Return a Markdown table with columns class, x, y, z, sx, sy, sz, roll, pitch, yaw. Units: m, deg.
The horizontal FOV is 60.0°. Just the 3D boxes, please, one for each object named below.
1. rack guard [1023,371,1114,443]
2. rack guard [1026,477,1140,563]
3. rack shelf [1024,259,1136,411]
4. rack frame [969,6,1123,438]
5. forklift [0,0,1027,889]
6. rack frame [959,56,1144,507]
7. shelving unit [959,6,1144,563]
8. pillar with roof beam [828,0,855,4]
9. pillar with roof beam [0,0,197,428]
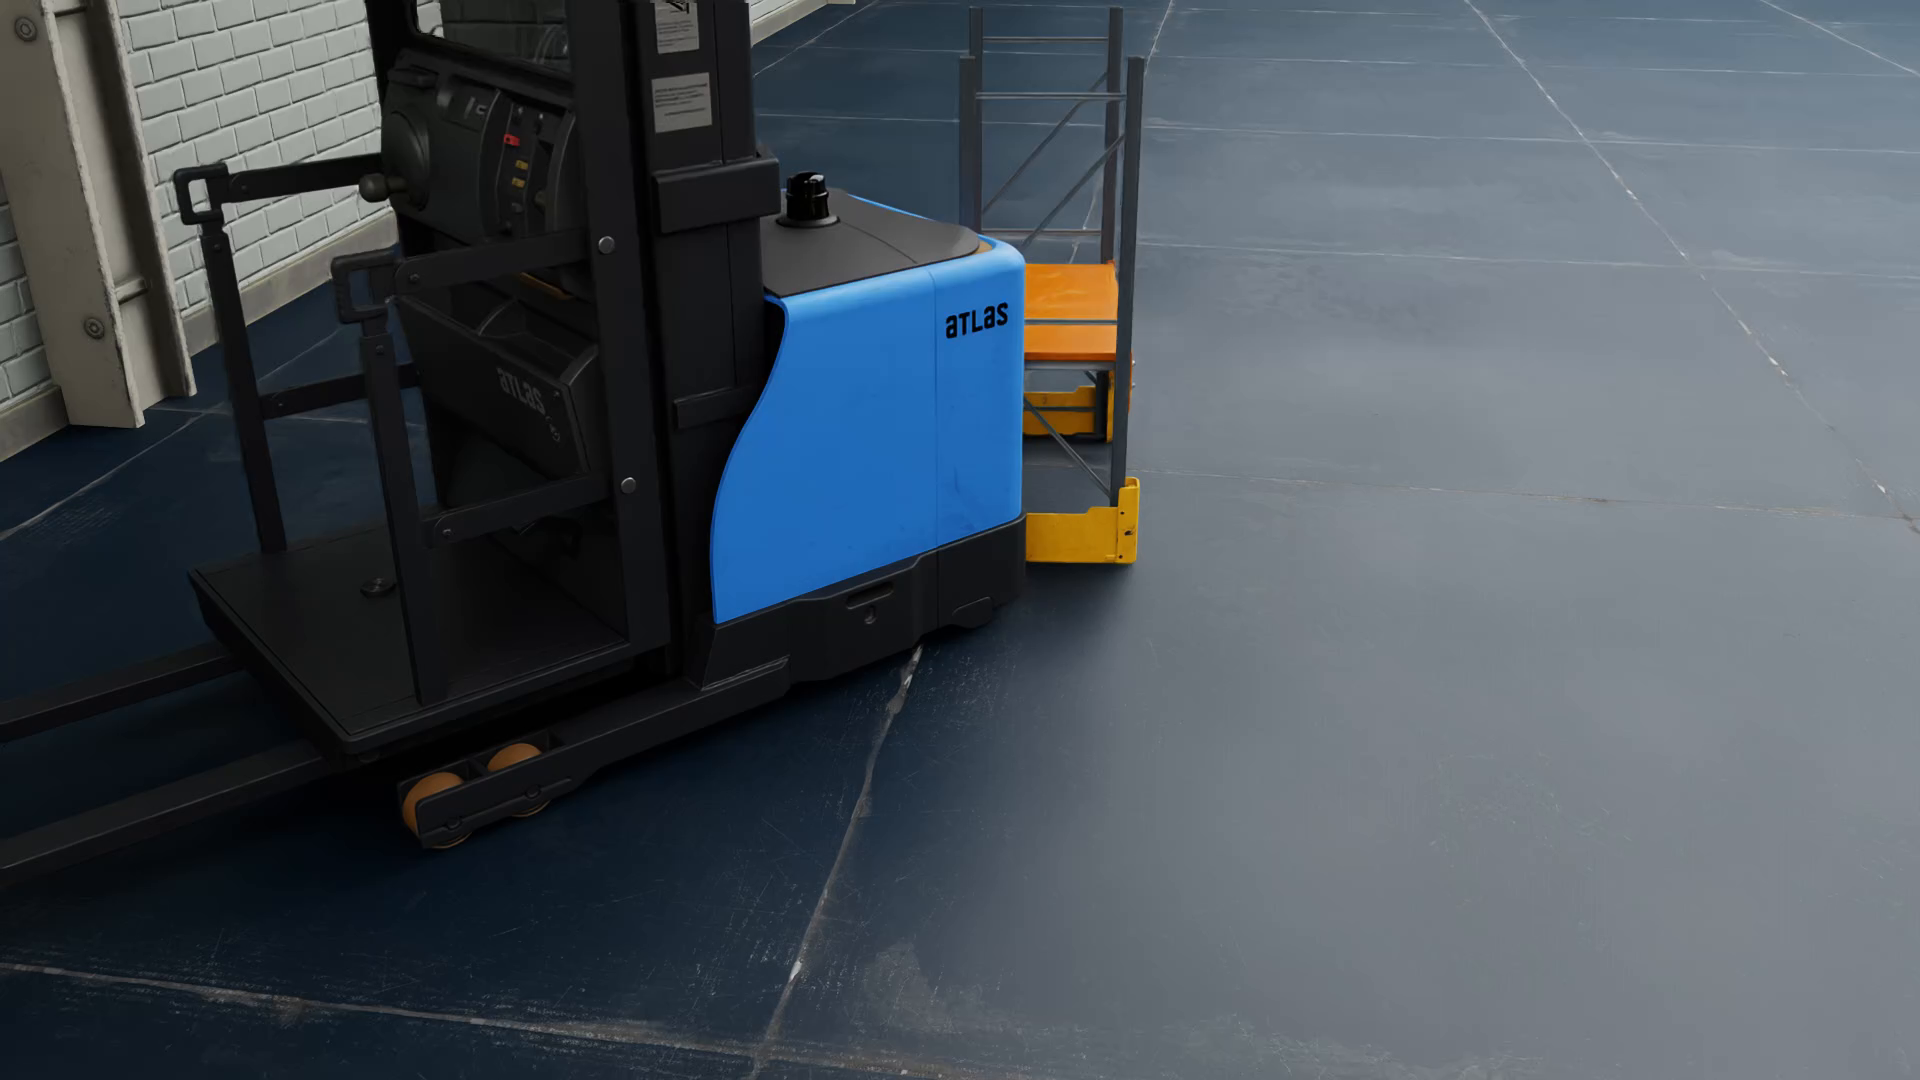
| class | x | y | z | sx | sy | sz | roll | pitch | yaw |
| --- | --- | --- | --- | --- | --- | --- | --- | --- | --- |
| rack guard | 0.281 | -0.486 | 5.994 | 0.587 | 0.250 | 0.087 | 1 | 25 | 2 |
| rack guard | 0.249 | -0.064 | 5.093 | 0.587 | 0.250 | 0.087 | 1 | 25 | 2 |
| rack shelf | 0.265 | -0.682 | 5.363 | 0.538 | 0.185 | 1.000 | 1 | 25 | 2 |
| rack frame | 0.281 | -1.061 | 5.747 | 0.500 | 1.500 | 0.032 | 1 | 25 | 2 |
| forklift | -1.270 | -0.883 | 3.679 | 3.031 | 2.935 | 1.130 | -19 | 31 | -35 |
| rack frame | 0.249 | -0.630 | 4.826 | 0.500 | 1.500 | 0.032 | 1 | 25 | 2 |
| shelving unit | 0.265 | -0.841 | 5.278 | 0.587 | 1.500 | 1.083 | 1 | 25 | 2 |
| pillar with roof beam | 3.054 | -9.301 | 14.507 | 9.100 | 9.000 | 0.400 | 4 | 25 | 9 |
| pillar with roof beam | 1.093 | -4.283 | 3.784 | 9.100 | 9.000 | 0.400 | 4 | 25 | 9 |
